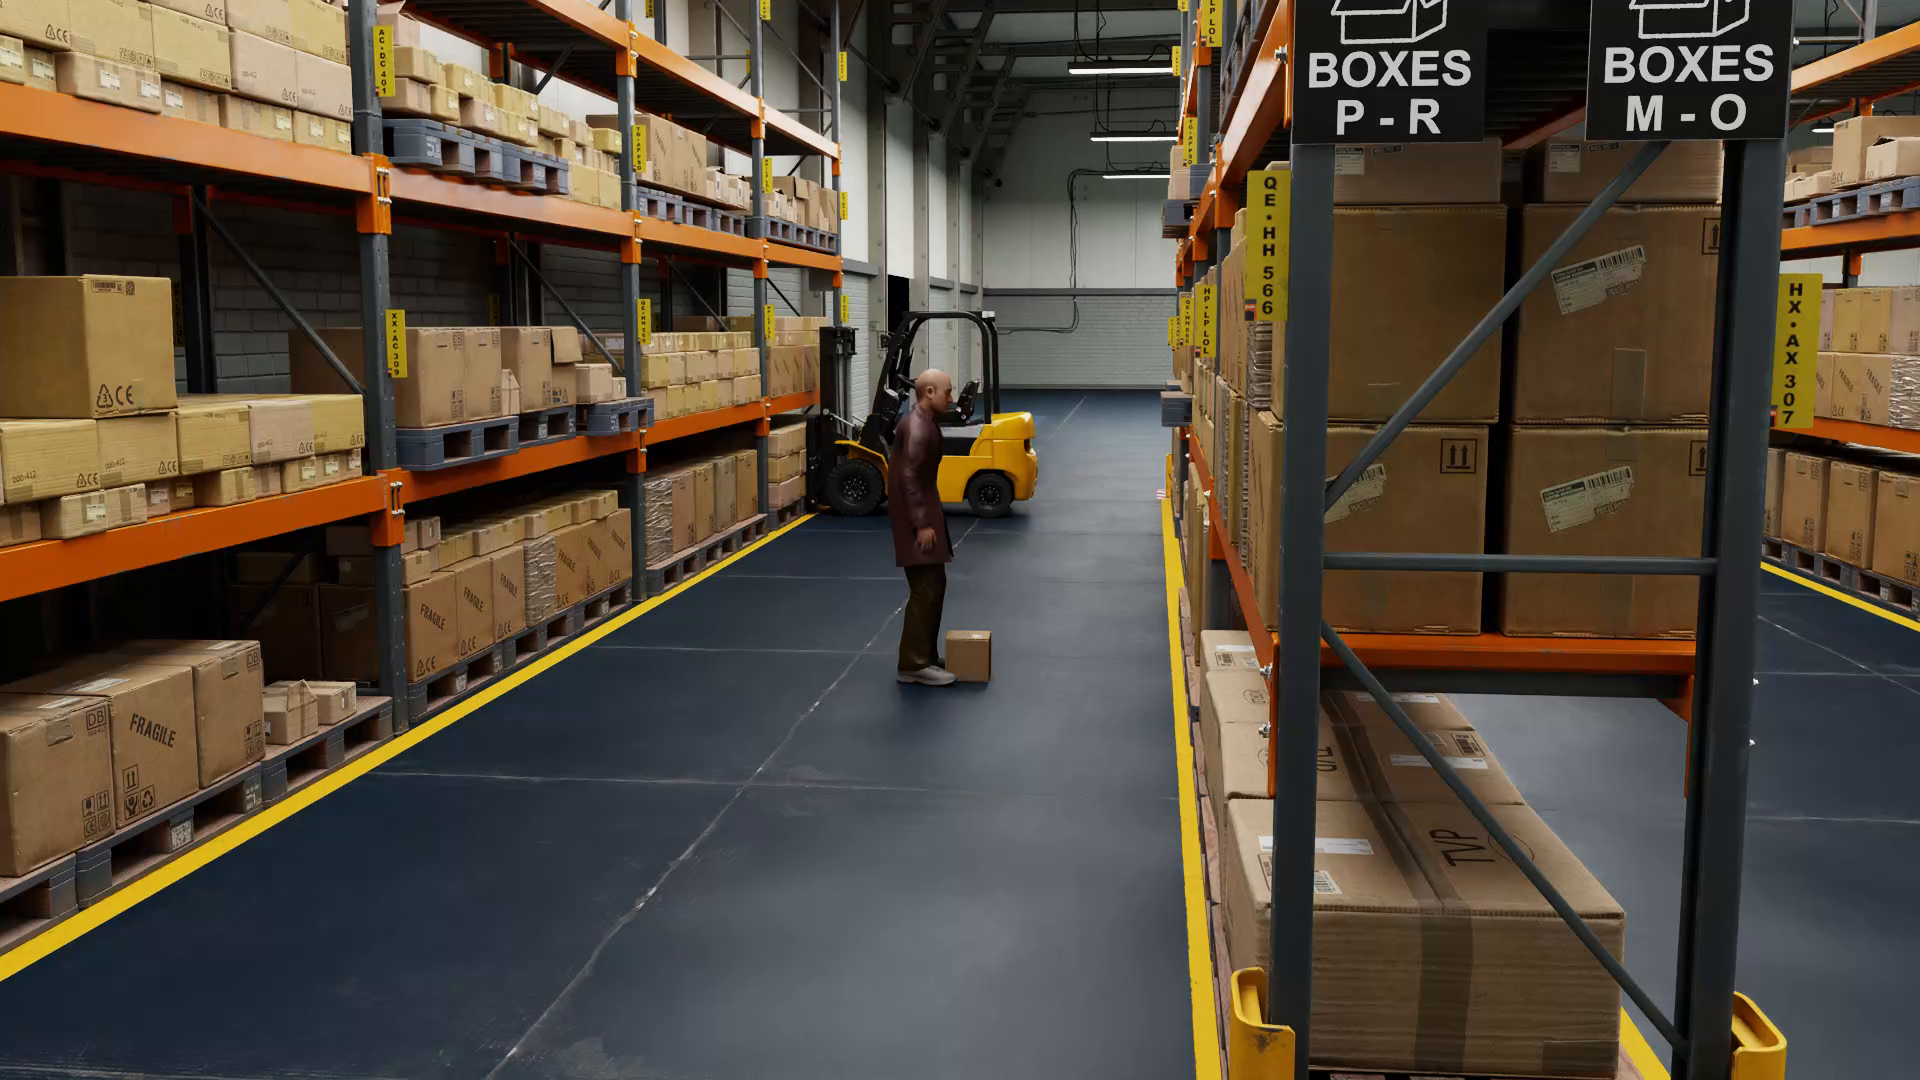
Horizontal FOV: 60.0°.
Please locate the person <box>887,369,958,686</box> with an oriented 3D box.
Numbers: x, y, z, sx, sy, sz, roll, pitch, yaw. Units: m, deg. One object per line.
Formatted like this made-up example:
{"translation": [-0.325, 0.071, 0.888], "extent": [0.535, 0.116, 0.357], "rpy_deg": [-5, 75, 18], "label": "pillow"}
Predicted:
{"translation": [-0.205, -0.088, 9.523], "extent": [0.423, 1.773, 0.640], "rpy_deg": [1, 7, 5], "label": "person"}
